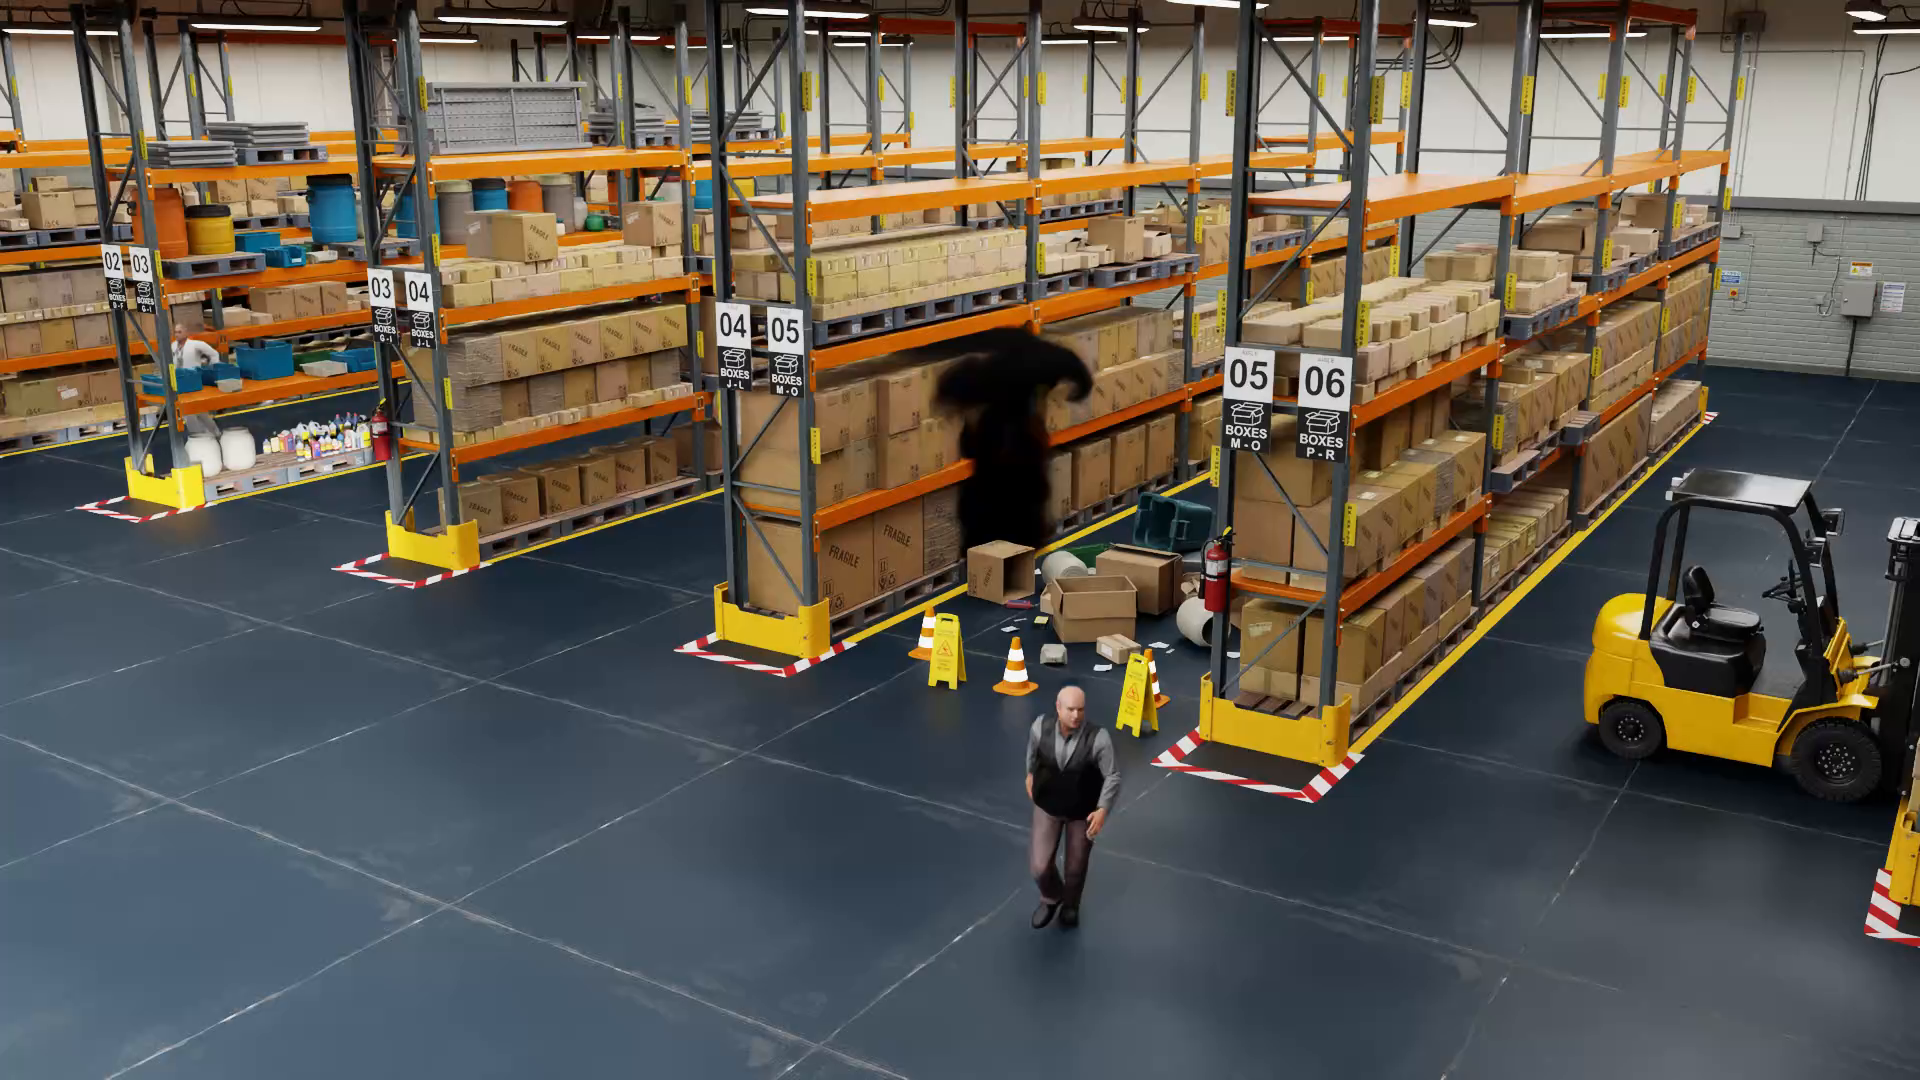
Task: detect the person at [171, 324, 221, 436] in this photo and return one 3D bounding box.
[{"bbox_3d":[-10.999,-2.179,23.770,0.644,1.837,0.912,6,17,22],"label":"person"}]

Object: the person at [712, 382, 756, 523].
[{"bbox_3d":[-2.505,-1.141,18.983,0.627,1.885,0.816,7,17,22],"label":"person"}]

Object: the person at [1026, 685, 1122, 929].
[{"bbox_3d":[0.667,1.652,10.110,0.641,1.665,0.803,3,16,11],"label":"person"}]
